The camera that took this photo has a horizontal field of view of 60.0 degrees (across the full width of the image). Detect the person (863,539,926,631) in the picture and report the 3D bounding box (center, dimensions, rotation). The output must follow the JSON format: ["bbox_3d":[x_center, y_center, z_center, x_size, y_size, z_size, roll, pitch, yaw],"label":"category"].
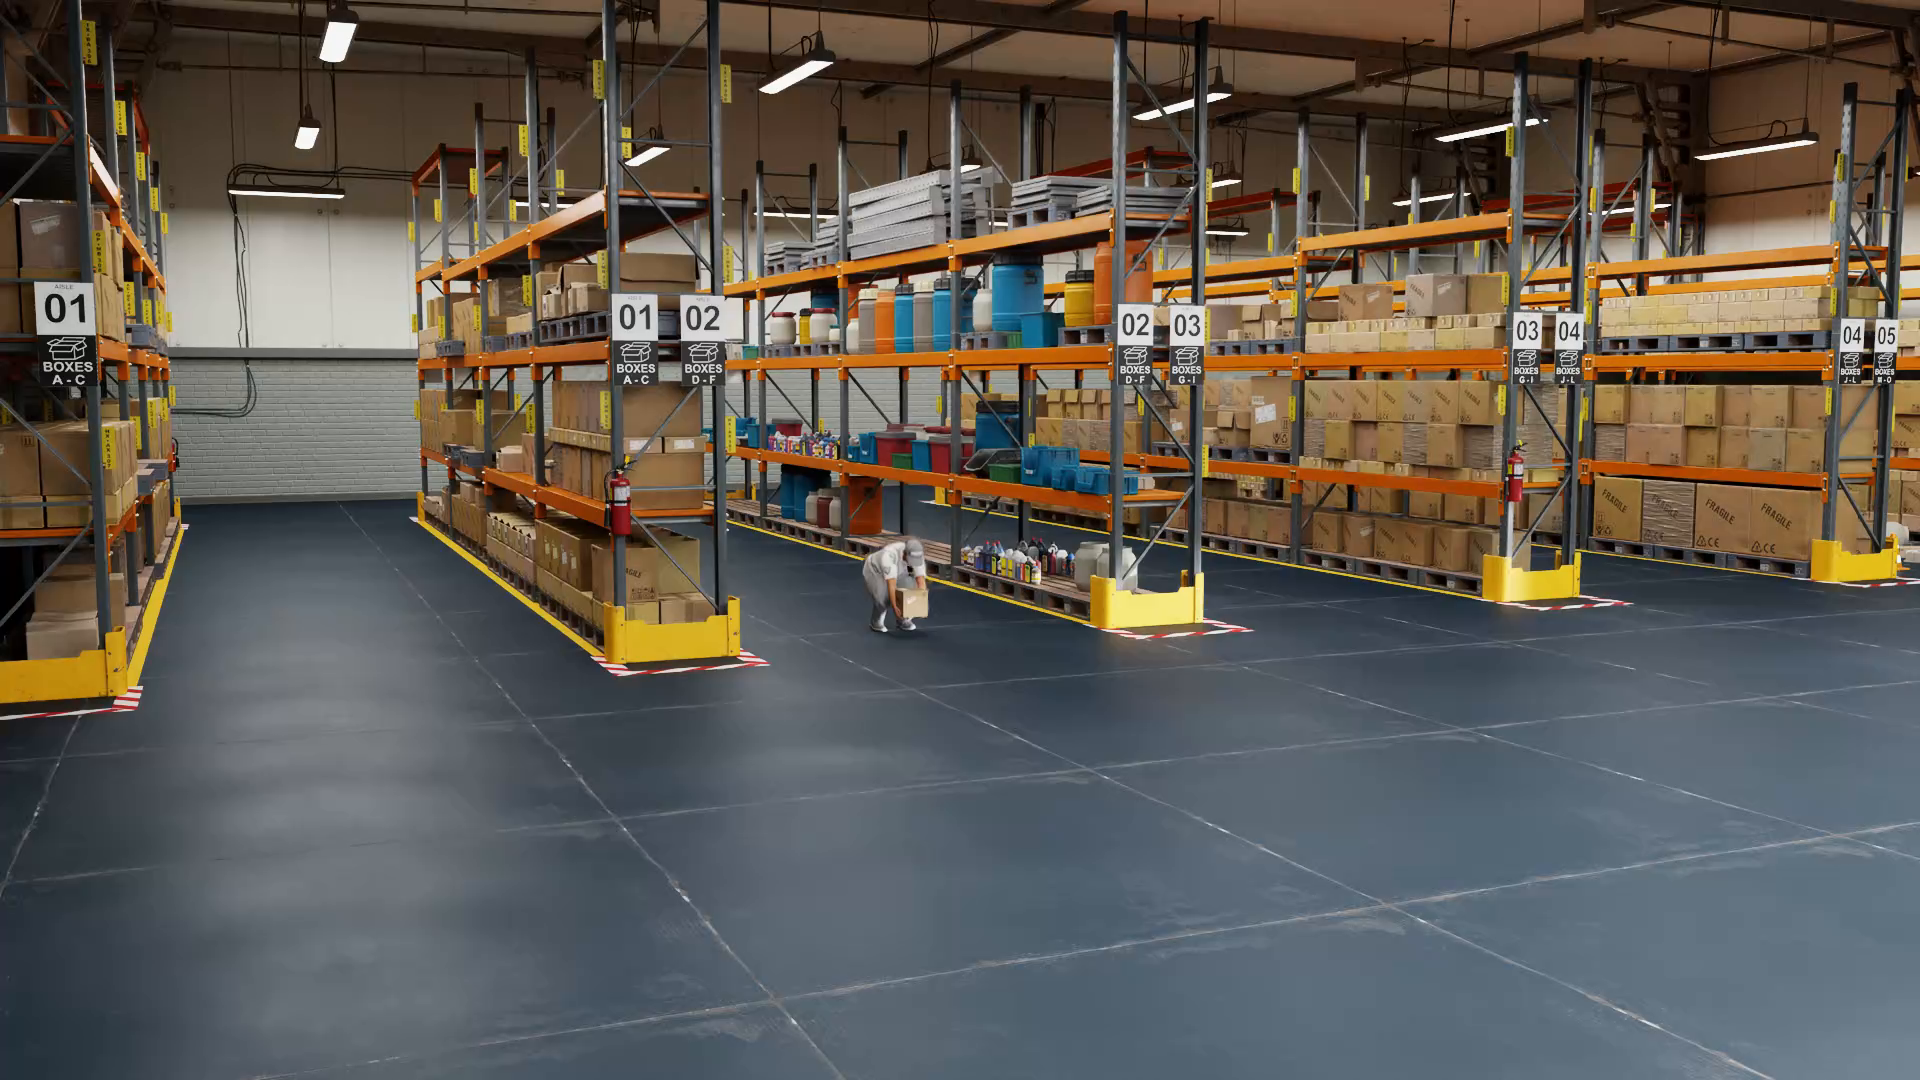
[{"bbox_3d":[-0.618,0.433,16.330,0.512,0.941,0.892,-3,6,-25],"label":"person"}]
